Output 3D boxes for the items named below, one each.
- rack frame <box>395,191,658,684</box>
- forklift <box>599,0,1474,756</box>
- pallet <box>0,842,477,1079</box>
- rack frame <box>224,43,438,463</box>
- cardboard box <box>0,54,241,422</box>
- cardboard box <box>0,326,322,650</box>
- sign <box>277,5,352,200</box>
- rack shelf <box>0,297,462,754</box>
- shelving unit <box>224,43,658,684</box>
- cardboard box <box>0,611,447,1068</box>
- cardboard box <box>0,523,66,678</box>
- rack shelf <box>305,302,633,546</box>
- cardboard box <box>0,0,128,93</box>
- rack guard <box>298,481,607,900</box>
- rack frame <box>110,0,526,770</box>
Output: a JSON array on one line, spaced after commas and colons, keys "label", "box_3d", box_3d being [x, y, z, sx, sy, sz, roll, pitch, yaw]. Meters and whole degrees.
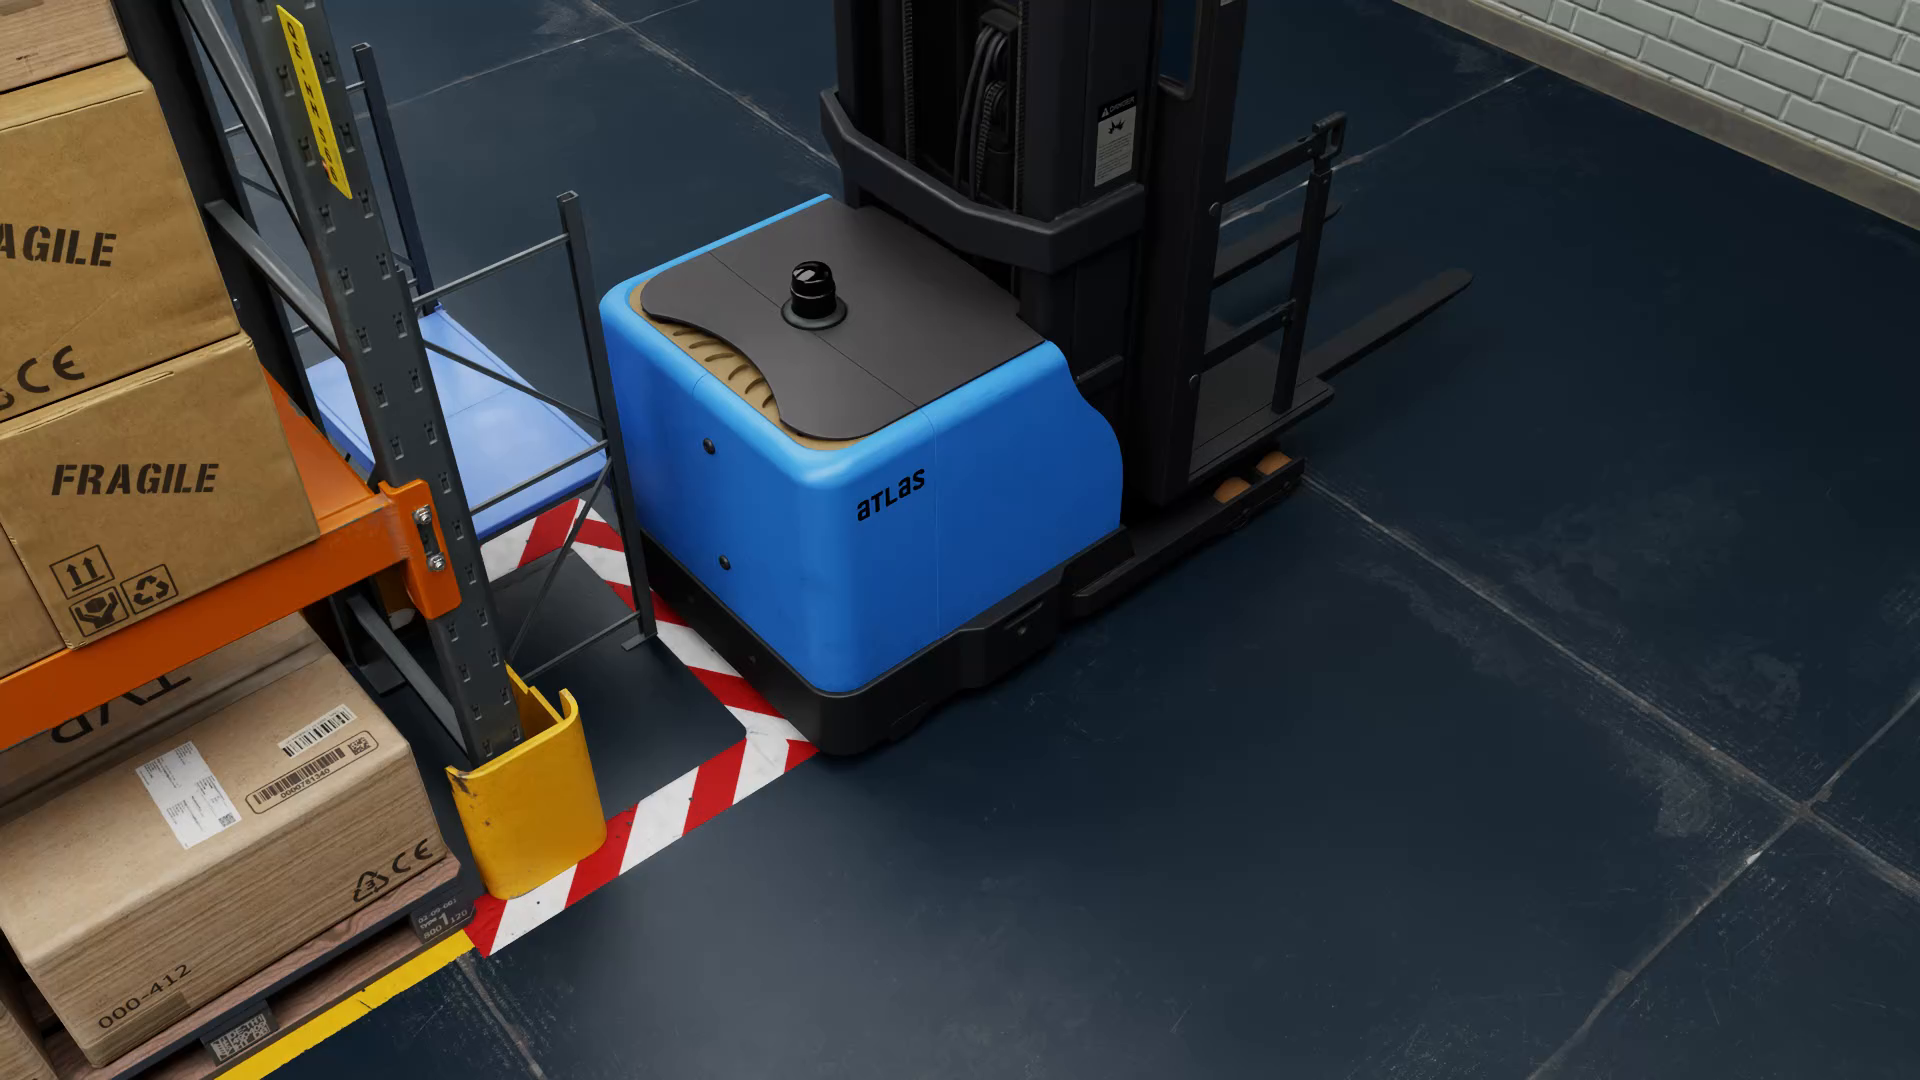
[{"label": "rack frame", "box_3d": [-1.094, -0.160, 4.324, 0.500, 1.500, 0.032, -32, 52, -29]}, {"label": "forklift", "box_3d": [0.473, -1.348, 4.544, 3.031, 2.935, 1.130, -31, 51, -28]}, {"label": "pallet", "box_3d": [-1.998, 0.886, 4.152, 1.213, 0.211, 1.003, -30, 51, -28]}, {"label": "rack frame", "box_3d": [-1.779, -0.674, 4.872, 0.500, 1.500, 0.032, -32, 52, -29]}, {"label": "cardboard box", "box_3d": [-1.652, -0.587, 2.880, 0.500, 0.500, 0.500, -28, 50, -27]}, {"label": "cardboard box", "box_3d": [-1.635, -0.208, 3.208, 0.500, 0.500, 0.500, -30, 51, -28]}, {"label": "sign", "box_3d": [-1.097, -0.740, 2.828, 0.005, 0.325, 0.100, -30, 51, -28]}, {"label": "rack shelf", "box_3d": [-2.969, 0.618, 2.926, 4.000, 0.370, 1.077, -30, 51, -28]}, {"label": "shelving unit", "box_3d": [-1.436, -0.417, 4.598, 0.538, 1.500, 1.048, -32, 52, -29]}, {"label": "cardboard box", "box_3d": [-1.877, 0.601, 3.984, 0.875, 0.438, 0.875, -32, 52, -29]}, {"label": "cardboard box", "box_3d": [-2.030, 0.004, 2.981, 0.500, 0.500, 0.500, -31, 51, -29]}, {"label": "rack shelf", "box_3d": [-1.436, -0.286, 4.721, 0.538, 0.185, 1.000, -32, 52, -29]}, {"label": "cardboard box", "box_3d": [-1.582, -0.897, 2.737, 0.250, 0.149, 0.380, -29, 50, -27]}, {"label": "rack guard", "box_3d": [-1.416, 0.378, 4.482, 0.348, 0.500, 1.175, -30, 51, -28]}, {"label": "rack frame", "box_3d": [-1.435, -0.523, 3.615, 0.127, 3.000, 1.000, -30, 51, -28]}]
